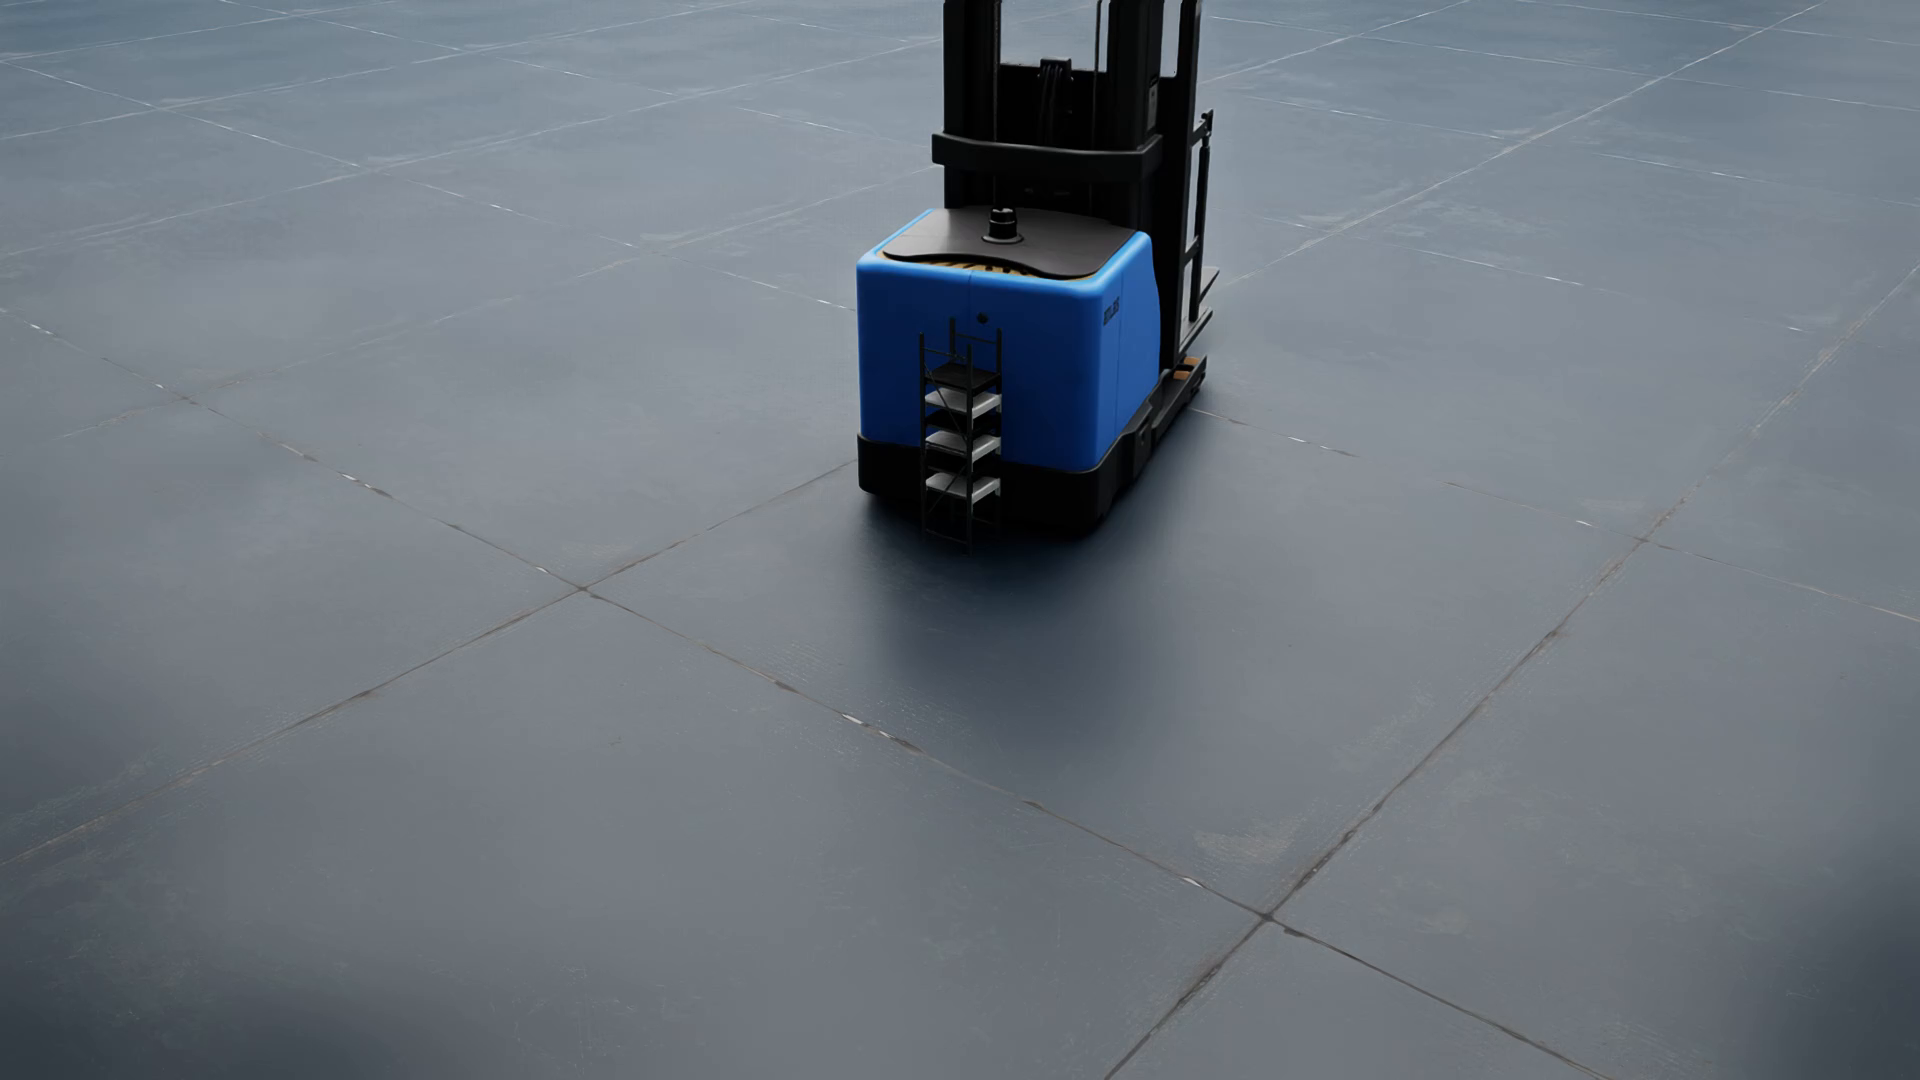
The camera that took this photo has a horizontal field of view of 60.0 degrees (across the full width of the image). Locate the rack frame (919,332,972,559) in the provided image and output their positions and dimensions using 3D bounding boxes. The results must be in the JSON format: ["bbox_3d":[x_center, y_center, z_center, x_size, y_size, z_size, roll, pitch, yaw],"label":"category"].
[{"bbox_3d":[-0.055,-0.357,6.461,0.240,0.900,0.006,18,32,30],"label":"rack frame"}]

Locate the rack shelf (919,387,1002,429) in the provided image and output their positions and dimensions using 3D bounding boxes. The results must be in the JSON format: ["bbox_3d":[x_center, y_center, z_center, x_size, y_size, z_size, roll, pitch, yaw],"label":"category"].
[{"bbox_3d":[0.003,-0.526,6.468,0.258,0.077,0.200,18,32,30],"label":"rack shelf"}]

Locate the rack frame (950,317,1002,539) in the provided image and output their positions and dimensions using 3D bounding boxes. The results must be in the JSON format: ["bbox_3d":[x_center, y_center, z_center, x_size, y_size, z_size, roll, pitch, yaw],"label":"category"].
[{"bbox_3d":[0.060,-0.434,6.610,0.240,0.900,0.006,18,32,30],"label":"rack frame"}]

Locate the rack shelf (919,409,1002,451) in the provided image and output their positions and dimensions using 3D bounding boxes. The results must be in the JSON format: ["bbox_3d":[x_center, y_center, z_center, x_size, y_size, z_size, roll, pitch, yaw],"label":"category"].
[{"bbox_3d":[0.003,-0.446,6.510,0.258,0.077,0.200,18,32,30],"label":"rack shelf"}]

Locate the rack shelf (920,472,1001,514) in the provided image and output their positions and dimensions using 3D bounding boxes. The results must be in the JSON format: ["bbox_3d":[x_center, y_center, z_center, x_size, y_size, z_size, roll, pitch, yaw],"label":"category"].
[{"bbox_3d":[0.003,-0.206,6.634,0.258,0.077,0.200,18,32,30],"label":"rack shelf"}]

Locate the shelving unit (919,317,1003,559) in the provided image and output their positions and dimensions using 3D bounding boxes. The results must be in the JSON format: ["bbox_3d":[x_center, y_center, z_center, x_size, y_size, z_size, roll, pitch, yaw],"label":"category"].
[{"bbox_3d":[0.003,-0.396,6.536,0.258,0.900,0.210,18,32,30],"label":"shelving unit"}]

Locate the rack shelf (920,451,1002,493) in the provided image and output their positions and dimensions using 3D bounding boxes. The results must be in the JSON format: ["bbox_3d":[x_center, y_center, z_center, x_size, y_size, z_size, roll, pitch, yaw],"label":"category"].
[{"bbox_3d":[0.003,-0.286,6.592,0.258,0.077,0.200,18,32,30],"label":"rack shelf"}]

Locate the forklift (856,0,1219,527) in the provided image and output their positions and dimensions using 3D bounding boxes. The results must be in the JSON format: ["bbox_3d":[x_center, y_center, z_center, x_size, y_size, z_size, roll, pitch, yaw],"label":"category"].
[{"bbox_3d":[0.570,-2.012,7.449,1.130,2.935,3.031,10,29,18],"label":"forklift"}]

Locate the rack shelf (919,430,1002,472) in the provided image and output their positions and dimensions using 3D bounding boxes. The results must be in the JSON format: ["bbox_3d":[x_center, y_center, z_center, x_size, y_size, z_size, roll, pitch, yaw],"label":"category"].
[{"bbox_3d":[0.003,-0.366,6.551,0.258,0.077,0.200,18,32,30],"label":"rack shelf"}]

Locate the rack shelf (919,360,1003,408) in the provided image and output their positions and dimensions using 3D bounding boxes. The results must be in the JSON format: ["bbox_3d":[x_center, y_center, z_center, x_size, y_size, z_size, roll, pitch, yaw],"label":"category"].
[{"bbox_3d":[0.003,-0.606,6.427,0.258,0.077,0.200,18,32,30],"label":"rack shelf"}]
